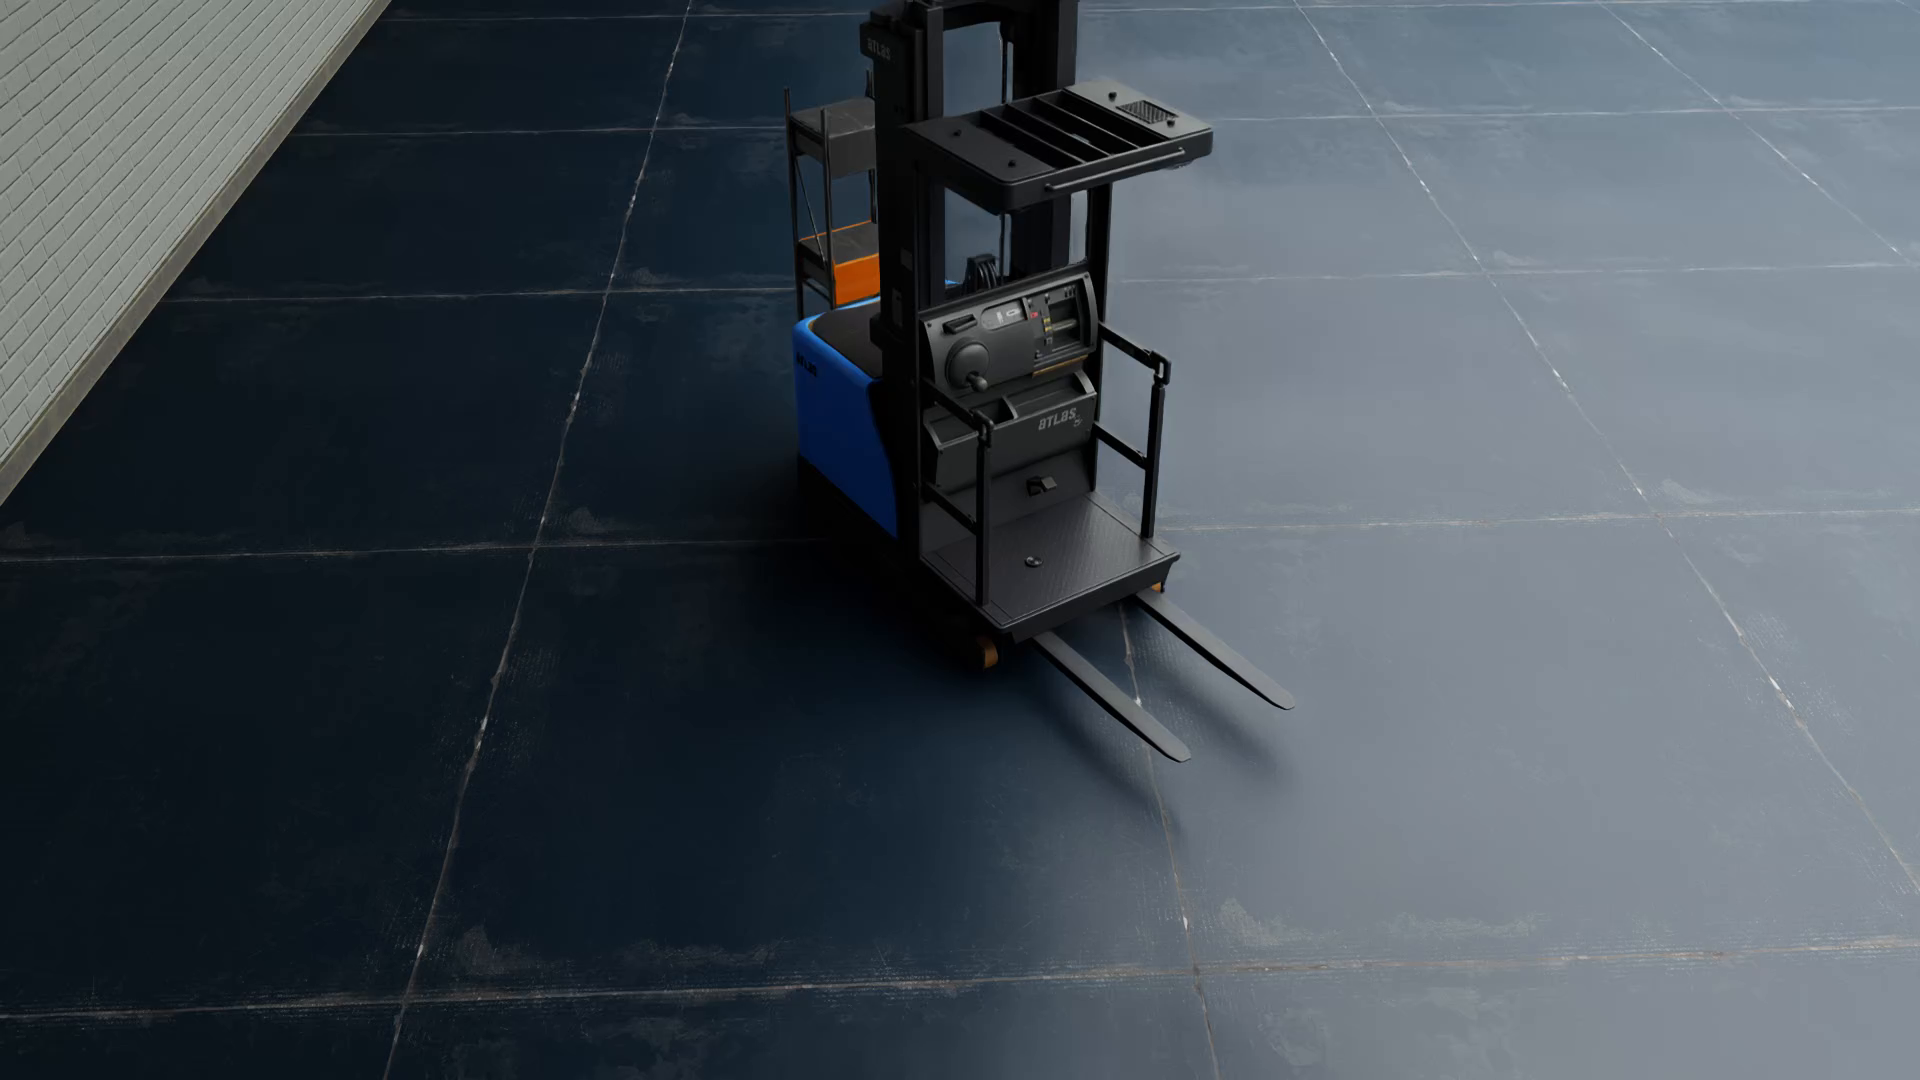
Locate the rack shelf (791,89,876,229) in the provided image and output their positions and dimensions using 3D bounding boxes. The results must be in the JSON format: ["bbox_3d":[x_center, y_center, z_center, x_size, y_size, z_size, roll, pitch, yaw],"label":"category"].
[{"bbox_3d":[-0.570,-1.974,8.587,0.480,0.518,0.431,-21,40,-27],"label":"rack shelf"}]

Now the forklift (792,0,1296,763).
[{"bbox_3d":[0.362,-0.900,7.511,1.130,2.935,3.031,-21,40,-27],"label":"forklift"}]

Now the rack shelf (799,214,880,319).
[{"bbox_3d":[-0.570,-1.398,8.985,0.480,0.518,0.431,-21,40,-27],"label":"rack shelf"}]

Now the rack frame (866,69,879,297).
[{"bbox_3d":[-0.368,-1.487,9.090,0.015,2.100,0.400,-21,40,-27],"label":"rack frame"}]

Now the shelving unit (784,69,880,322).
[{"bbox_3d":[-0.570,-1.409,8.977,0.503,2.100,0.431,-21,40,-27],"label":"shelving unit"}]

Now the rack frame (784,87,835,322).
[{"bbox_3d":[-0.772,-1.331,8.865,0.015,2.100,0.400,-21,40,-27],"label":"rack frame"}]
